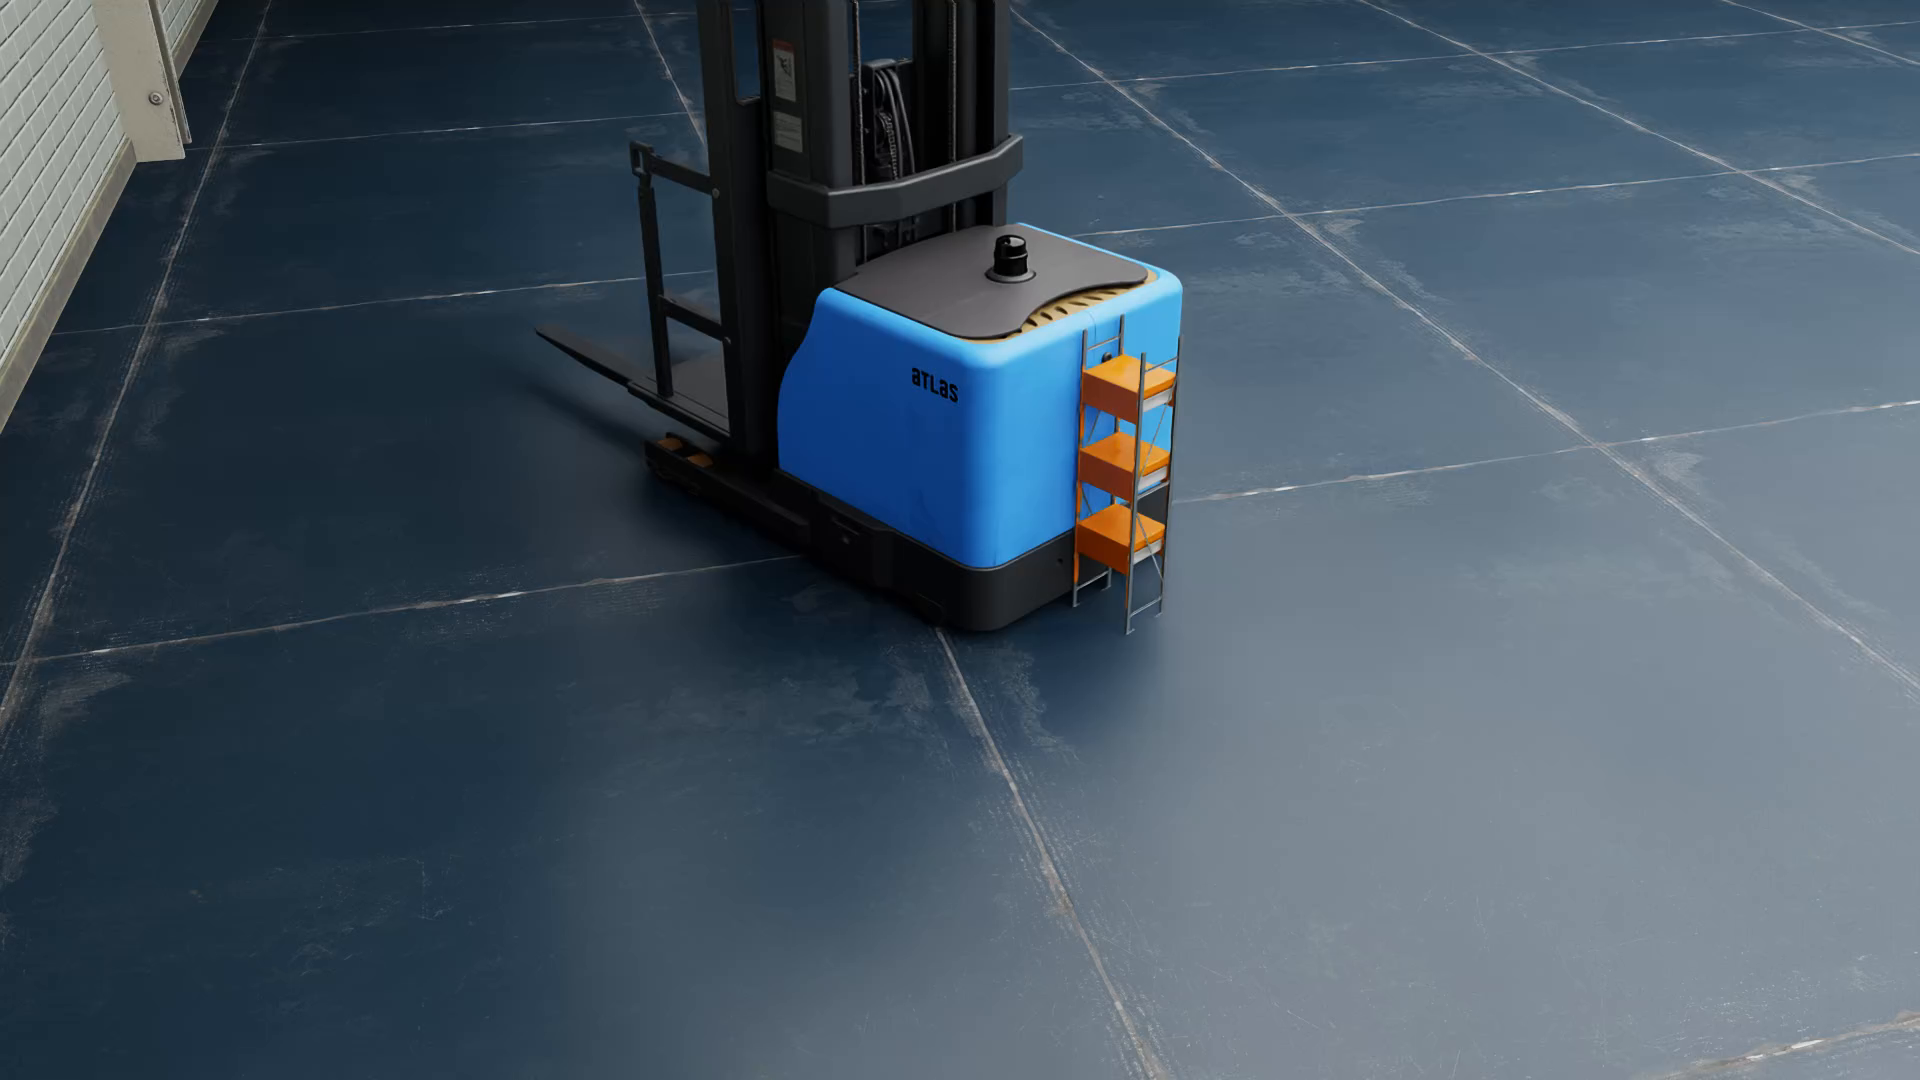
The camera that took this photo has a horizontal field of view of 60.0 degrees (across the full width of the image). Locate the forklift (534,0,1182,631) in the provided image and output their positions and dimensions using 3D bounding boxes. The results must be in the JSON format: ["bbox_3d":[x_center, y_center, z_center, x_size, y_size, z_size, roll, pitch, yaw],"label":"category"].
[{"bbox_3d":[-0.613,-1.603,6.093,1.130,2.935,3.031,-26,39,-37],"label":"forklift"}]

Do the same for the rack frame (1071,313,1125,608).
[{"bbox_3d":[0.465,-0.250,5.634,0.200,1.050,0.008,-26,39,-37],"label":"rack frame"}]

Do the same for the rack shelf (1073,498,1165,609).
[{"bbox_3d":[0.551,0.044,5.703,0.215,0.259,0.240,-26,39,-37],"label":"rack shelf"}]

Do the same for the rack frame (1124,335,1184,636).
[{"bbox_3d":[0.636,-0.163,5.483,0.200,1.050,0.008,-26,39,-37],"label":"rack frame"}]

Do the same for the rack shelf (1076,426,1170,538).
[{"bbox_3d":[0.551,-0.197,5.563,0.215,0.259,0.240,-26,39,-37],"label":"rack shelf"}]

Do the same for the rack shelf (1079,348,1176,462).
[{"bbox_3d":[0.551,-0.443,5.421,0.215,0.259,0.240,-26,39,-37],"label":"rack shelf"}]

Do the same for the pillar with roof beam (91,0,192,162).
[{"bbox_3d":[-0.880,-6.916,9.216,9.100,9.000,0.400,-8,31,-13],"label":"pillar with roof beam"}]

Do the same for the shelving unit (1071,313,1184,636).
[{"bbox_3d":[0.551,-0.206,5.558,0.215,1.050,0.252,-26,39,-37],"label":"shelving unit"}]
